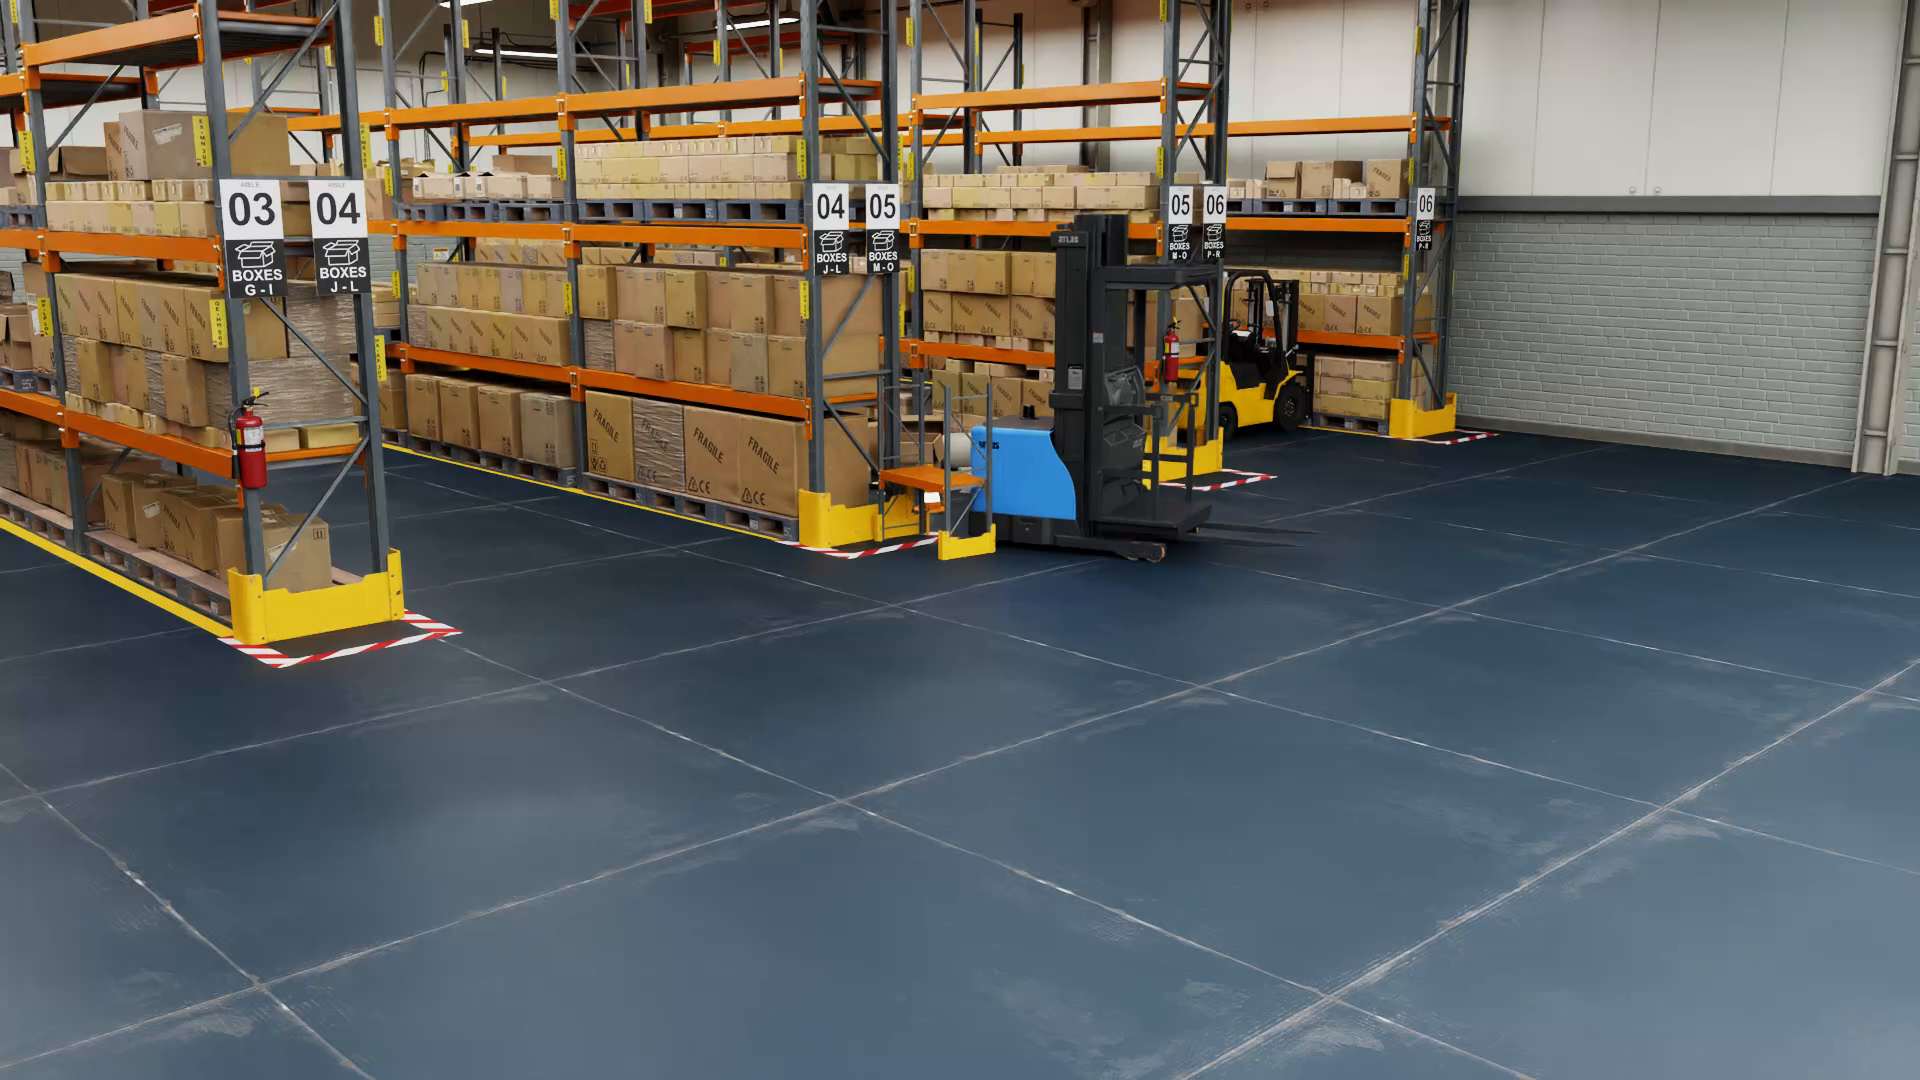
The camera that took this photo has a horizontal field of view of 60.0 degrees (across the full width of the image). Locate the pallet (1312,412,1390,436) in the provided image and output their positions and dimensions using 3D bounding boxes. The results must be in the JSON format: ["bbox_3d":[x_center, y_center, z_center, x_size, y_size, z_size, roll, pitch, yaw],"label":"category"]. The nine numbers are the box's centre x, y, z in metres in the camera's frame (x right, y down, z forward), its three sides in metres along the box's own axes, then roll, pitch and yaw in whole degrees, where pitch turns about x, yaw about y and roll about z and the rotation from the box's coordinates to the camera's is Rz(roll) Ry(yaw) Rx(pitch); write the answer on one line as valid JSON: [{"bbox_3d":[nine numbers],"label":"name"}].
[{"bbox_3d":[5.580,-1.634,22.657,1.003,0.211,1.213,-11,16,-43],"label":"pallet"}]

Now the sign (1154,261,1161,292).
[{"bbox_3d":[2.136,-2.849,17.992,0.100,0.325,0.005,-11,16,-43],"label":"sign"}]

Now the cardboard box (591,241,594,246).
[{"bbox_3d":[-5.955,-4.927,27.396,0.380,0.149,0.250,-11,16,-42],"label":"cardboard box"}]

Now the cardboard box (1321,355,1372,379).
[{"bbox_3d":[5.238,-2.340,22.469,0.500,0.250,0.500,-11,16,-42],"label":"cardboard box"}]

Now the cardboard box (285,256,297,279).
[{"bbox_3d":[-9.767,-3.964,23.592,0.500,0.500,0.500,11,16,43],"label":"cardboard box"}]

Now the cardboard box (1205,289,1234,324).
[{"bbox_3d":[3.865,-3.352,23.836,0.500,0.500,0.500,-11,16,-42],"label":"cardboard box"}]

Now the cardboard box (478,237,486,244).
[{"bbox_3d":[-8.124,-5.220,28.821,0.380,0.149,0.250,-10,15,-41],"label":"cardboard box"}]

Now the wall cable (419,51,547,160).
[{"bbox_3d":[-10.044,-8.771,35.430,2.988,3.039,0.133,-11,16,-43],"label":"wall cable"}]

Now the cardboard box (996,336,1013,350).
[{"bbox_3d":[0.651,-2.384,20.008,0.380,0.149,0.250,-11,16,-42],"label":"cardboard box"}]

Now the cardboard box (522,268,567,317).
[{"bbox_3d":[-4.426,-2.766,18.515,0.700,0.500,0.500,-11,16,-43],"label":"cardboard box"}]

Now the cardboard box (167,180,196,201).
[{"bbox_3d":[-5.397,-2.487,11.840,0.250,0.149,0.380,11,16,43],"label":"cardboard box"}]

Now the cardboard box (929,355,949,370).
[{"bbox_3d":[-0.172,-3.149,28.254,0.500,0.500,0.500,-11,16,-43],"label":"cardboard box"}]

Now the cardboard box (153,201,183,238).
[{"bbox_3d":[-5.480,-2.324,12.033,0.500,0.250,0.500,-11,16,-42],"label":"cardboard box"}]

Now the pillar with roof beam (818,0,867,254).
[{"bbox_3d":[-5.091,-7.211,27.948,9.100,9.000,0.548,-11,16,-43],"label":"pillar with roof beam"}]

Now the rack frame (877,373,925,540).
[{"bbox_3d":[-0.537,-0.762,15.232,0.500,1.500,0.032,-9,14,-36],"label":"rack frame"}]

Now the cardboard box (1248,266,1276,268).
[{"bbox_3d":[4.369,-3.878,24.049,0.380,0.149,0.250,-11,16,-44],"label":"cardboard box"}]

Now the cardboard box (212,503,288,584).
[{"bbox_3d":[-5.473,0.022,12.863,0.500,0.500,0.500,-6,13,-28],"label":"cardboard box"}]

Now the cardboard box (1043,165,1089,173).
[{"bbox_3d":[1.641,-5.546,25.765,0.500,0.500,0.500,-10,16,-41],"label":"cardboard box"}]

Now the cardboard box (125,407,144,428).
[{"bbox_3d":[-6.402,-0.991,13.248,0.380,0.149,0.250,-11,16,-43],"label":"cardboard box"}]

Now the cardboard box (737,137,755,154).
[{"bbox_3d":[-1.786,-3.564,15.040,0.380,0.149,0.250,-11,16,-42],"label":"cardboard box"}]

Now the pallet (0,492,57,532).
[{"bbox_3d":[-8.764,-0.330,16.329,1.003,0.211,1.213,-11,16,-43],"label":"pallet"}]

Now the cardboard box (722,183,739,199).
[{"bbox_3d":[-1.960,-3.210,15.299,0.380,0.149,0.250,-11,16,-42],"label":"cardboard box"}]

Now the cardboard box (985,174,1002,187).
[{"bbox_3d":[0.517,-4.286,19.830,0.250,0.149,0.380,11,16,43],"label":"cardboard box"}]

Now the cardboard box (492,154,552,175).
[{"bbox_3d":[-5.081,-4.223,19.342,0.500,0.500,0.500,-11,16,-43],"label":"cardboard box"}]

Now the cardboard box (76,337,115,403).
[{"bbox_3d":[-6.793,-1.447,13.854,0.875,0.500,0.500,-11,16,-43],"label":"cardboard box"}]

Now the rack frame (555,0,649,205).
[{"bbox_3d":[-3.722,-5.019,17.310,1.000,3.000,0.127,-11,16,-43],"label":"rack frame"}]

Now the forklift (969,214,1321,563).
[{"bbox_3d":[1.636,-1.362,14.596,3.031,2.935,1.130,5,13,25],"label":"forklift"}]

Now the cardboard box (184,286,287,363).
[{"bbox_3d":[-5.175,-1.551,11.880,0.500,0.500,0.500,-11,16,-43],"label":"cardboard box"}]

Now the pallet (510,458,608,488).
[{"bbox_3d":[-4.309,-0.817,18.693,1.003,0.211,1.213,-11,16,-43],"label":"pallet"}]

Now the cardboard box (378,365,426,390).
[{"bbox_3d":[-7.146,-2.076,21.190,0.500,0.250,0.500,11,16,44],"label":"cardboard box"}]

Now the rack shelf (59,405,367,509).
[{"bbox_3d":[-5.998,-0.760,13.288,1.077,0.370,4.000,-11,16,-43],"label":"rack shelf"}]

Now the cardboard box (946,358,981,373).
[{"bbox_3d":[0.044,-2.179,20.700,0.380,0.149,0.250,-11,16,-42],"label":"cardboard box"}]

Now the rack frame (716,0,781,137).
[{"bbox_3d":[-2.974,-6.307,23.563,1.000,3.000,0.127,-11,16,-43],"label":"rack frame"}]

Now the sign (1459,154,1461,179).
[{"bbox_3d":[6.544,-4.906,21.834,0.100,0.325,0.005,-11,16,-43],"label":"sign"}]

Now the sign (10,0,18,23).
[{"bbox_3d":[-9.755,-5.500,17.132,0.100,0.325,0.005,-11,16,-43],"label":"sign"}]

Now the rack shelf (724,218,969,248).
[{"bbox_3d":[-1.593,-4.194,22.522,1.077,0.370,4.000,-11,16,-43],"label":"rack shelf"}]

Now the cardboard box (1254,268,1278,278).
[{"bbox_3d":[4.329,-3.725,23.304,0.380,0.149,0.250,-11,16,-43],"label":"cardboard box"}]

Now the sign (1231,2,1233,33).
[{"bbox_3d":[2.943,-5.712,18.161,0.100,0.325,0.005,-11,16,-43],"label":"sign"}]

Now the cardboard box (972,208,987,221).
[{"bbox_3d":[0.362,-3.943,20.143,0.380,0.149,0.250,-10,15,-41],"label":"cardboard box"}]

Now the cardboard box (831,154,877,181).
[{"bbox_3d":[-1.107,-3.399,15.228,0.500,0.250,0.500,-11,16,-43],"label":"cardboard box"}]

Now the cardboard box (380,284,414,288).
[{"bbox_3d":[-7.388,-3.286,21.874,0.380,0.149,0.250,-10,15,-40],"label":"cardboard box"}]

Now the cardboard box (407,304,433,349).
[{"bbox_3d":[-6.369,-2.610,20.238,0.500,0.500,0.500,-11,16,-42],"label":"cardboard box"}]

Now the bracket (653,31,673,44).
[{"bbox_3d":[-6.091,-10.339,34.213,0.235,0.232,0.430,-11,16,-43],"label":"bracket"}]

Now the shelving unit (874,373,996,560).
[{"bbox_3d":[-0.237,-0.681,14.841,0.587,1.500,1.083,-9,14,-36],"label":"shelving unit"}]

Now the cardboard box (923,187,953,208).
[{"bbox_3d":[-0.106,-4.224,20.521,0.500,0.250,0.500,-11,16,-44],"label":"cardboard box"}]

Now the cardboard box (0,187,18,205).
[{"bbox_3d":[-8.746,-3.224,15.571,0.250,0.166,0.380,11,16,44],"label":"cardboard box"}]

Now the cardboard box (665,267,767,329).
[{"bbox_3d":[-2.383,-2.386,16.350,0.875,0.550,0.500,-11,16,-43],"label":"cardboard box"}]

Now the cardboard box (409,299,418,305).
[{"bbox_3d":[-6.862,-3.031,21.371,0.380,0.149,0.250,-10,15,-40],"label":"cardboard box"}]

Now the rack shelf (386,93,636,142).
[{"bbox_3d":[-5.103,-4.763,18.840,1.077,0.370,4.000,-11,16,-43],"label":"rack shelf"}]

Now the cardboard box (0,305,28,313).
[{"bbox_3d":[-9.281,-2.102,16.730,0.700,0.500,0.500,-8,14,-34],"label":"cardboard box"}]

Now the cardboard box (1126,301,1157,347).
[{"bbox_3d":[1.977,-2.437,18.660,0.500,0.500,0.500,-11,16,-44],"label":"cardboard box"}]

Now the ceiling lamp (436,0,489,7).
[{"bbox_3d":[-6.739,-9.324,23.740,0.800,3.185,2.000,-11,16,-43],"label":"ceiling lamp"}]

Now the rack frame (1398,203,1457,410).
[{"bbox_3d":[6.138,-2.894,21.862,1.000,3.000,0.127,-11,16,-43],"label":"rack frame"}]

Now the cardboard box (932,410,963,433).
[{"bbox_3d":[0.001,-1.520,20.970,0.500,0.250,0.500,11,16,43],"label":"cardboard box"}]

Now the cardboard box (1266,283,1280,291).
[{"bbox_3d":[4.459,-3.533,23.107,0.380,0.149,0.250,-11,16,-44],"label":"cardboard box"}]
